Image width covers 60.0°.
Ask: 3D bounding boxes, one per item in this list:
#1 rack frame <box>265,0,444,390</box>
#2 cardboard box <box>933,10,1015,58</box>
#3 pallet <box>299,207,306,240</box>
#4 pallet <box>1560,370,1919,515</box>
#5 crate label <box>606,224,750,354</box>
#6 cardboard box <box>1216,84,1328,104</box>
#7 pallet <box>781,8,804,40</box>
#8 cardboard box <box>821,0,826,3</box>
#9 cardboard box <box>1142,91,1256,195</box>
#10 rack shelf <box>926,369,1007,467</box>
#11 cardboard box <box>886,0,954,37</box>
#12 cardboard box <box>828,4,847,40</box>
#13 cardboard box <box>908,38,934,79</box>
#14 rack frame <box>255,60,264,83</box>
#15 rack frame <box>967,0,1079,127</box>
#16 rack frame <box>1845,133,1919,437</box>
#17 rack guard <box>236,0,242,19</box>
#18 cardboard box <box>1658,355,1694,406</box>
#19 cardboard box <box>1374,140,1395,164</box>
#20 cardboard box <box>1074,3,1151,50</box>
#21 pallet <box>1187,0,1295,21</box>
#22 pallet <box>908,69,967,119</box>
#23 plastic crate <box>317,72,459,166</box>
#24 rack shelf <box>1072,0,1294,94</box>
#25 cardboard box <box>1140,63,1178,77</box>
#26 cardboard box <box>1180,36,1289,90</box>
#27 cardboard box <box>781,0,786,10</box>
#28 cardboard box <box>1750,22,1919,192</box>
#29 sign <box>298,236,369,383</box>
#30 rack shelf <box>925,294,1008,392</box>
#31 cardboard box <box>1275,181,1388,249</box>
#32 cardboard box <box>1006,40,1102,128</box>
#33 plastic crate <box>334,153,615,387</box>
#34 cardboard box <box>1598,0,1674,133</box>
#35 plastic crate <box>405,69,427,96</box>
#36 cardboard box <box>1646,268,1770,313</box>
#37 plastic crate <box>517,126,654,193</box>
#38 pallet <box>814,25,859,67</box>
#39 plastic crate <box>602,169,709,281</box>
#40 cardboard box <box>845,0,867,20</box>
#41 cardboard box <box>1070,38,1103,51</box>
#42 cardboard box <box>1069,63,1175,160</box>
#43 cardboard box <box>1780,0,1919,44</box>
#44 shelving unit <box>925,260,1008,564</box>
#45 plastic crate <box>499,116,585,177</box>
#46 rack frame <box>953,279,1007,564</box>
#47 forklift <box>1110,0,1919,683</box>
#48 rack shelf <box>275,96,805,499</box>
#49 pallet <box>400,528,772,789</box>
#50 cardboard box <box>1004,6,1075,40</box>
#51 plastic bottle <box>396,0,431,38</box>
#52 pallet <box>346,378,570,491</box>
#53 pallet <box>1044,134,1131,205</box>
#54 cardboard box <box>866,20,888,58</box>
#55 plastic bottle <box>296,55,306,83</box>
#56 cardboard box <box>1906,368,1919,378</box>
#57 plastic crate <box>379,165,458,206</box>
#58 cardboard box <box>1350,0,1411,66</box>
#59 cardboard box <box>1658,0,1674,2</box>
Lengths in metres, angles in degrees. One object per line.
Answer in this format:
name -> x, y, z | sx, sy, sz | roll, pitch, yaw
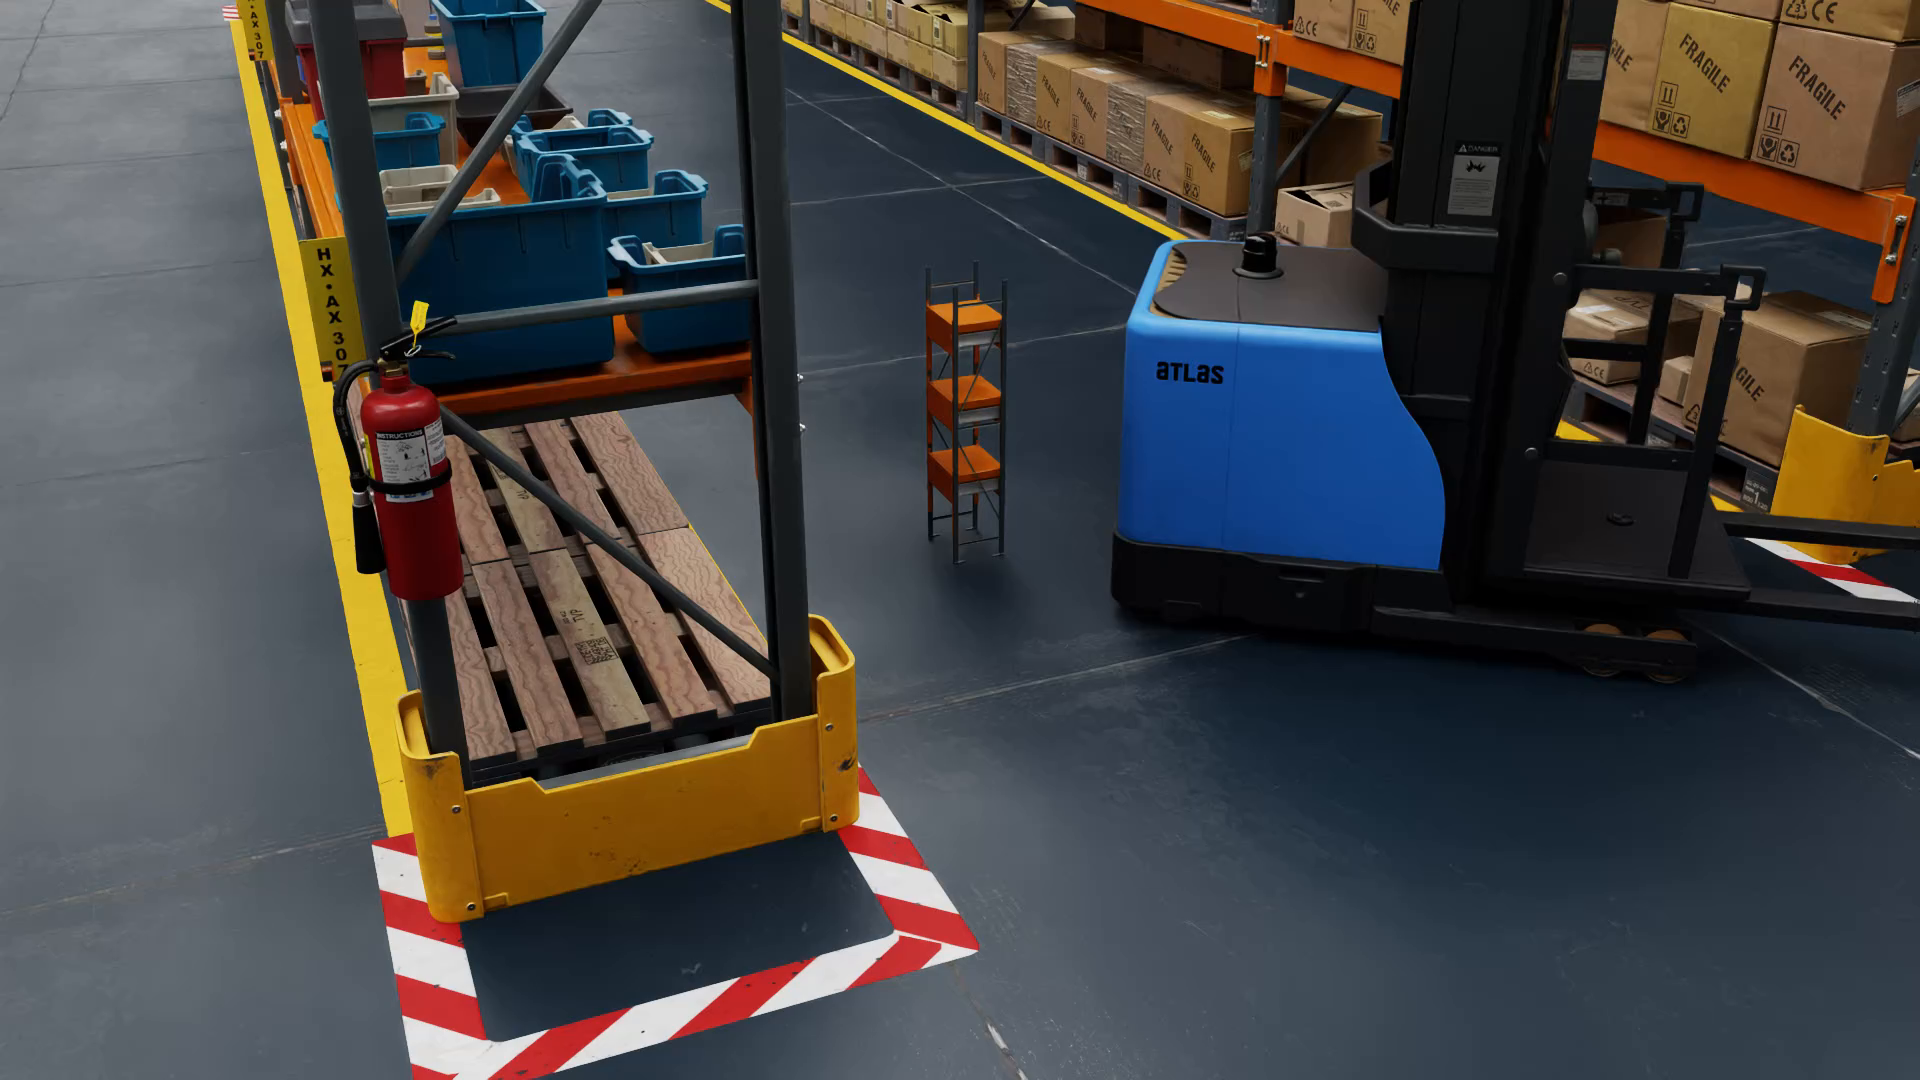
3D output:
rack frame -> -2.454, -2.152, 7.239 | 1.000, 3.000, 0.127 | -11, 28, -21
cardboard box -> 0.107, -3.991, 13.020 | 0.500, 0.311, 0.500 | -10, 28, -19
pallet -> -3.199, -1.711, 9.513 | 1.003, 0.211, 1.213 | -11, 28, -21
pallet -> 3.329, -0.486, 7.005 | 1.003, 0.211, 1.213 | -11, 28, -21
crate label -> -0.681, -0.645, 4.275 | 0.416, 0.233, 0.303 | -11, 28, -21
cardboard box -> 1.921, -2.526, 10.353 | 0.500, 0.500, 0.500 | -10, 28, -20
pallet -> -1.300, -5.306, 16.877 | 1.003, 0.211, 1.213 | -11, 28, -21
cardboard box -> -1.095, -5.227, 15.552 | 0.500, 0.311, 0.500 | -10, 28, -20
cardboard box -> 1.463, -2.427, 10.149 | 0.500, 0.500, 0.500 | -10, 28, -20
rack shelf -> 0.021, -0.441, 5.980 | 0.215, 0.259, 0.240 | -11, 28, -21
cardboard box -> -0.297, -4.403, 13.866 | 0.500, 0.311, 0.500 | -11, 28, -21
cardboard box -> -0.899, -4.772, 15.261 | 0.500, 0.250, 0.500 | -10, 28, -19
cardboard box -> -0.097, -3.947, 13.571 | 0.500, 0.250, 0.500 | -11, 28, -21
rack frame -> -5.587, -5.382, 13.853 | 1.000, 3.000, 0.127 | -11, 28, -21
rack frame -> 0.539, -4.616, 12.286 | 1.000, 3.000, 0.127 | -11, 28, -21
rack frame -> 3.672, -1.387, 5.671 | 1.000, 3.000, 0.127 | -11, 28, -21
rack guard -> -7.080, -5.850, 17.663 | 1.175, 0.500, 0.348 | -11, 28, -21
cardboard box -> 3.156, -0.667, 6.926 | 0.380, 0.166, 0.250 | -11, 28, -21
cardboard box -> 2.589, -1.895, 9.059 | 0.500, 0.500, 0.500 | -11, 28, -21
cardboard box -> 1.147, -3.668, 11.838 | 0.500, 0.250, 0.500 | -9, 28, -19
pallet -> 1.893, -3.257, 9.720 | 1.003, 0.211, 1.213 | -11, 28, -21
pallet -> 0.252, -3.702, 13.592 | 1.003, 0.211, 1.213 | -11, 28, -21
plastic crate -> -2.025, -1.478, 5.924 | 0.437, 0.282, 0.530 | -11, 28, -21
rack shelf -> 1.322, -3.486, 10.790 | 1.077, 0.370, 4.000 | -11, 28, -21
cardboard box -> 1.535, -2.934, 11.187 | 0.500, 0.500, 0.500 | -12, 28, -23
cardboard box -> 1.749, -3.054, 10.579 | 0.500, 0.250, 0.500 | -11, 28, -20
cardboard box -> -1.597, -5.537, 16.828 | 0.500, 0.250, 0.500 | -11, 28, -21
cardboard box -> 3.246, -1.566, 5.924 | 0.500, 0.500, 0.500 | -10, 28, -19
sign -> -1.387, -0.509, 3.688 | 0.100, 0.325, 0.005 | -11, 28, -21
rack shelf -> 0.021, -0.696, 5.856 | 0.215, 0.259, 0.240 | -11, 28, -21
cardboard box -> 2.071, -1.784, 9.049 | 0.500, 0.311, 0.500 | -11, 28, -21
cardboard box -> 0.664, -3.247, 11.830 | 0.500, 0.500, 0.500 | -12, 28, -22
plastic crate -> -1.190, -0.683, 4.121 | 0.616, 0.435, 0.499 | -11, 28, -21
cardboard box -> 2.849, -1.977, 6.766 | 0.500, 0.500, 0.500 | -10, 28, -20
plastic crate -> -2.403, -1.848, 6.848 | 0.396, 0.136, 0.243 | -11, 28, -21
cardboard box -> 3.328, -1.021, 7.554 | 0.500, 0.250, 0.500 | -11, 28, -21
plastic crate -> -1.197, -1.177, 5.363 | 0.416, 0.233, 0.300 | -11, 28, -21
pallet -> -0.703, -4.687, 15.610 | 1.003, 0.211, 1.213 | -11, 28, -21
plastic crate -> -0.939, -0.911, 4.819 | 0.416, 0.233, 0.300 | -11, 28, -21
cardboard box -> -0.700, -4.815, 14.709 | 0.500, 0.311, 0.500 | -12, 28, -22
cardboard box -> 1.121, -3.353, 12.047 | 0.500, 0.500, 0.500 | -9, 28, -19
cardboard box -> 1.065, -2.834, 10.984 | 0.500, 0.500, 0.500 | -12, 28, -22
cardboard box -> 3.245, -2.013, 5.701 | 0.500, 0.500, 0.500 | -11, 28, -21
shelving unit -> 0.021, -0.450, 5.975 | 0.215, 1.050, 0.252 | -11, 28, -21
plastic crate -> -1.495, -1.409, 5.949 | 0.293, 0.136, 0.466 | -11, 28, -21
rack frame -> 0.069, -0.401, 5.875 | 0.200, 1.050, 0.008 | -11, 28, -21
forklift -> 2.089, -1.116, 5.194 | 3.031, 2.935, 1.130 | 6, 27, 11
rack shelf -> -1.671, -1.021, 5.743 | 1.077, 0.370, 4.000 | -11, 28, -21
pallet -> -1.175, 0.376, 5.239 | 1.003, 0.211, 1.213 | -11, 28, -21
cardboard box -> 0.604, -4.083, 13.210 | 0.500, 0.311, 0.500 | -10, 28, -19
plastic bottle -> -2.787, -2.696, 8.495 | 0.152, 0.276, 0.135 | -11, 28, -21
pallet -> -2.130, -0.609, 7.256 | 1.003, 0.211, 1.213 | -11, 28, -21
pallet -> 1.270, -2.563, 11.260 | 1.003, 0.211, 1.213 | -11, 28, -21
cardboard box -> -0.495, -4.358, 14.412 | 0.500, 0.250, 0.500 | -10, 28, -20
plastic bottle -> -2.906, -2.200, 7.478 | 0.152, 0.276, 0.135 | -11, 28, -21
cardboard box -> 3.726, -0.640, 6.870 | 0.380, 0.166, 0.250 | -11, 28, -21
plastic crate -> -1.738, -1.088, 5.291 | 0.298, 0.136, 0.250 | -11, 28, -21
cardboard box -> 2.258, -2.588, 8.017 | 0.500, 0.500, 0.500 | -10, 28, -20
cardboard box -> 2.839, -2.426, 6.546 | 0.500, 0.500, 0.500 | -10, 28, -19
